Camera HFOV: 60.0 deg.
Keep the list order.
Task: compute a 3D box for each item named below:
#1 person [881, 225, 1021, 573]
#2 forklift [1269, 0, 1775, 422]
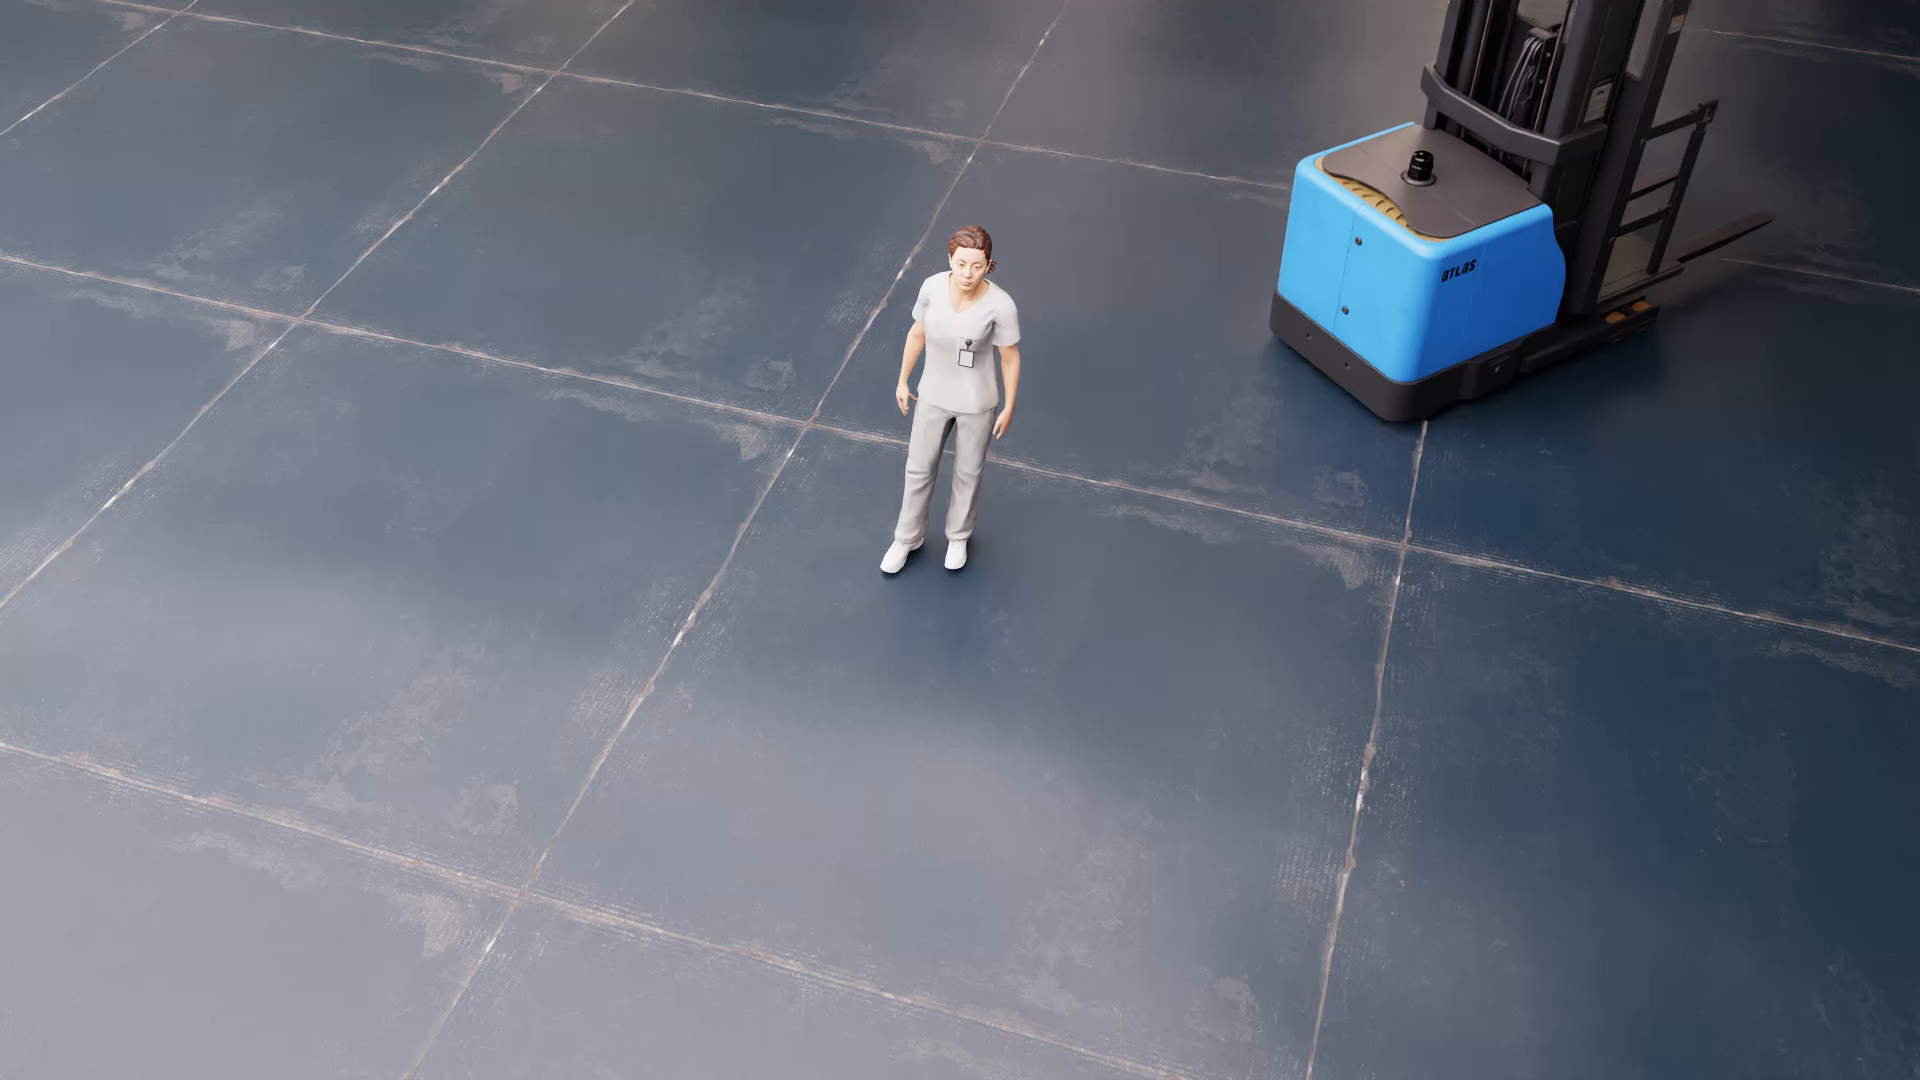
[{"bbox_3d":[-0.035,-0.574,7.217,0.549,1.675,0.549,12,44,13],"label":"person"},{"bbox_3d":[3.195,-2.425,8.295,3.031,2.935,1.130,-22,47,-22],"label":"forklift"}]
